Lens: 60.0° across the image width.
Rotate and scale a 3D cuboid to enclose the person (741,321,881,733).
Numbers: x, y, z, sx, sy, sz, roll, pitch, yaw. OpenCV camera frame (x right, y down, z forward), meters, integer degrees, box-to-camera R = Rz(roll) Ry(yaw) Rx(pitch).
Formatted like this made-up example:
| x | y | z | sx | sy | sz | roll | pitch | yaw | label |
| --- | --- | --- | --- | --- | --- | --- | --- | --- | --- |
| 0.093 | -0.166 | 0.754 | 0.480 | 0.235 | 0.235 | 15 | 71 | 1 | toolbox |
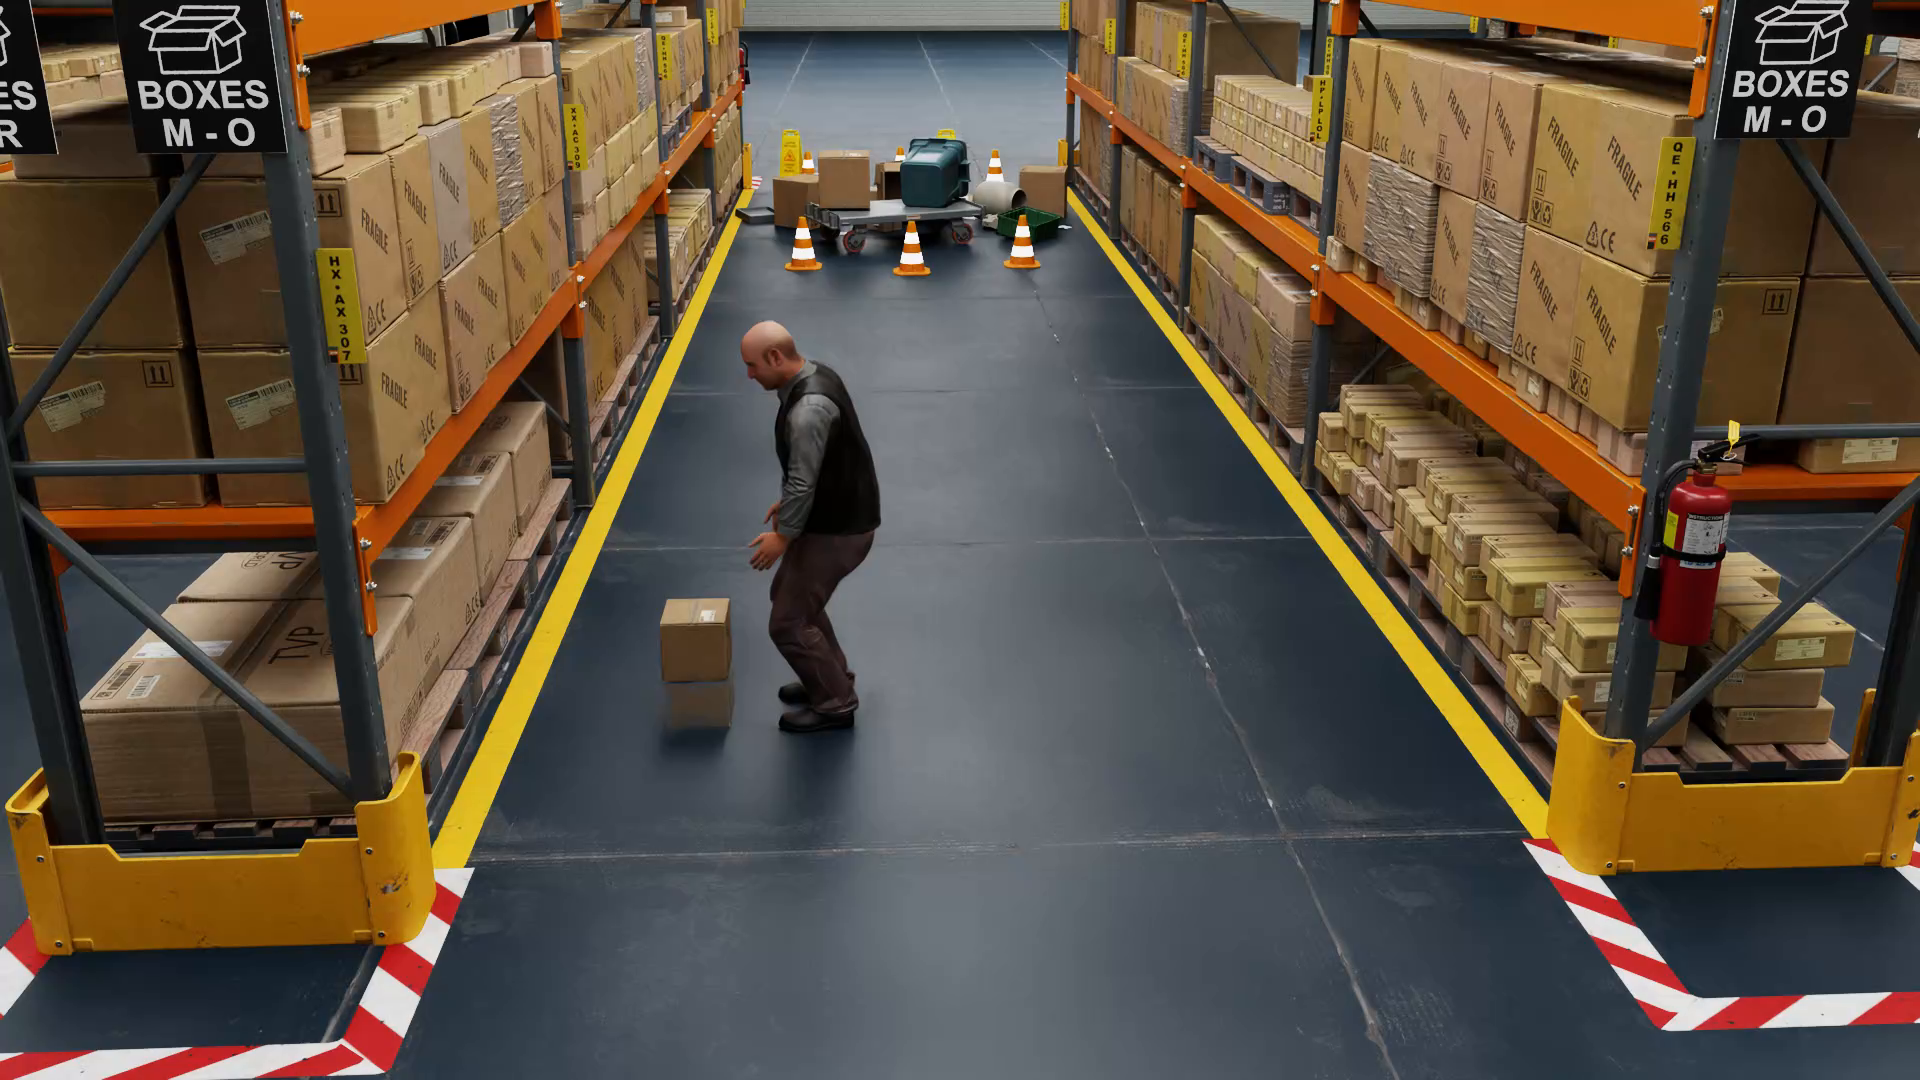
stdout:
| x | y | z | sx | sy | sz | roll | pitch | yaw | label |
| --- | --- | --- | --- | --- | --- | --- | --- | --- | --- |
| -0.558 | -0.048 | 6.413 | 0.509 | 1.614 | 0.574 | -1 | 20 | -2 | person |
